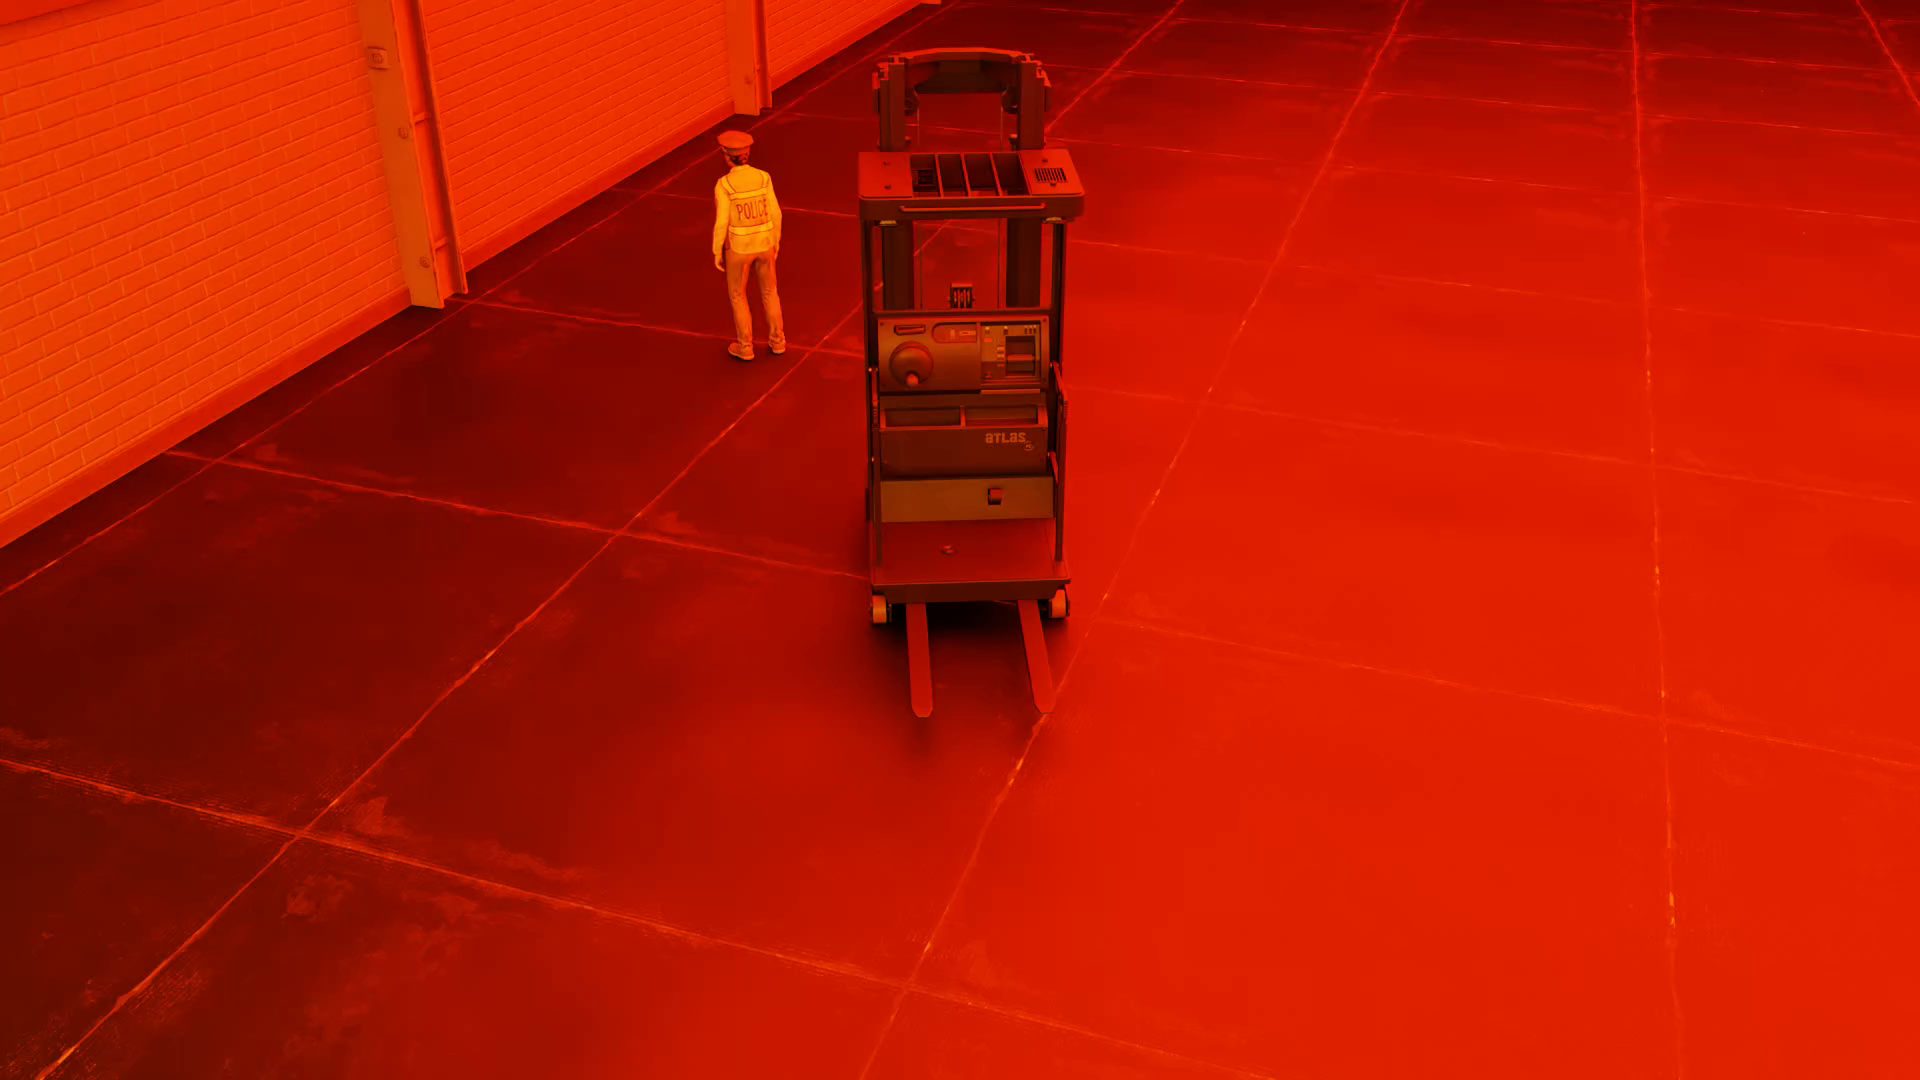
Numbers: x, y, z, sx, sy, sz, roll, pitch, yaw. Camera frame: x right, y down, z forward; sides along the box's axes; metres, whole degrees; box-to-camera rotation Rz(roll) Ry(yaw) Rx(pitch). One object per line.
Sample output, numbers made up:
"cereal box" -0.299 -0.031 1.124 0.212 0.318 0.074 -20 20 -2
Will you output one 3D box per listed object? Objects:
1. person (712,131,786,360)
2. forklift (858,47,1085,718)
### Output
"person" -1.548 -2.130 12.152 0.547 1.666 0.371 -16 33 -26
"forklift" 0.035 -0.972 8.842 1.130 2.935 3.031 -2 30 -3
